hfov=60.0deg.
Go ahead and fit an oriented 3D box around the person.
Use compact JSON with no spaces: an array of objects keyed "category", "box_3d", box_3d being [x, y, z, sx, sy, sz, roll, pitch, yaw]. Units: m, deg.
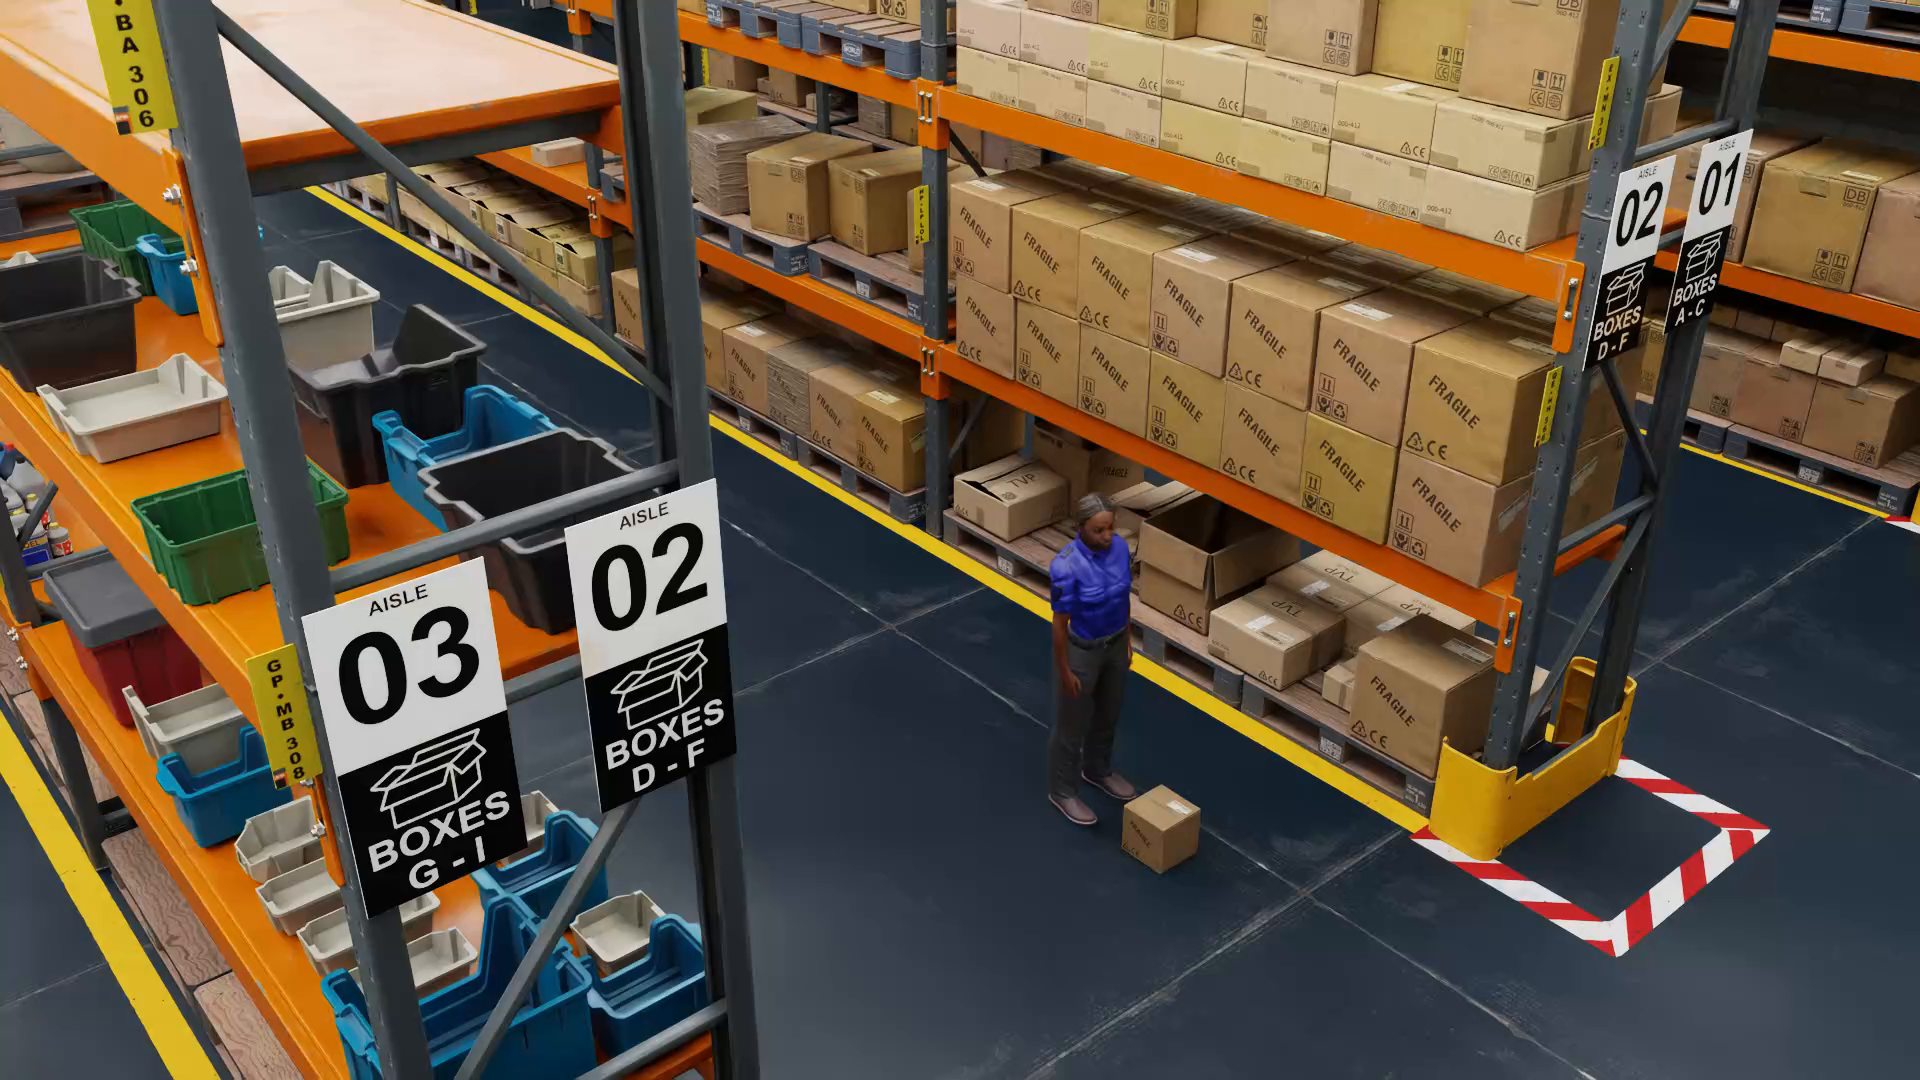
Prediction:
[{"category":"person","box_3d":[0.618,0.536,7.641,0.468,1.679,0.318,-21,35,-34]}]
